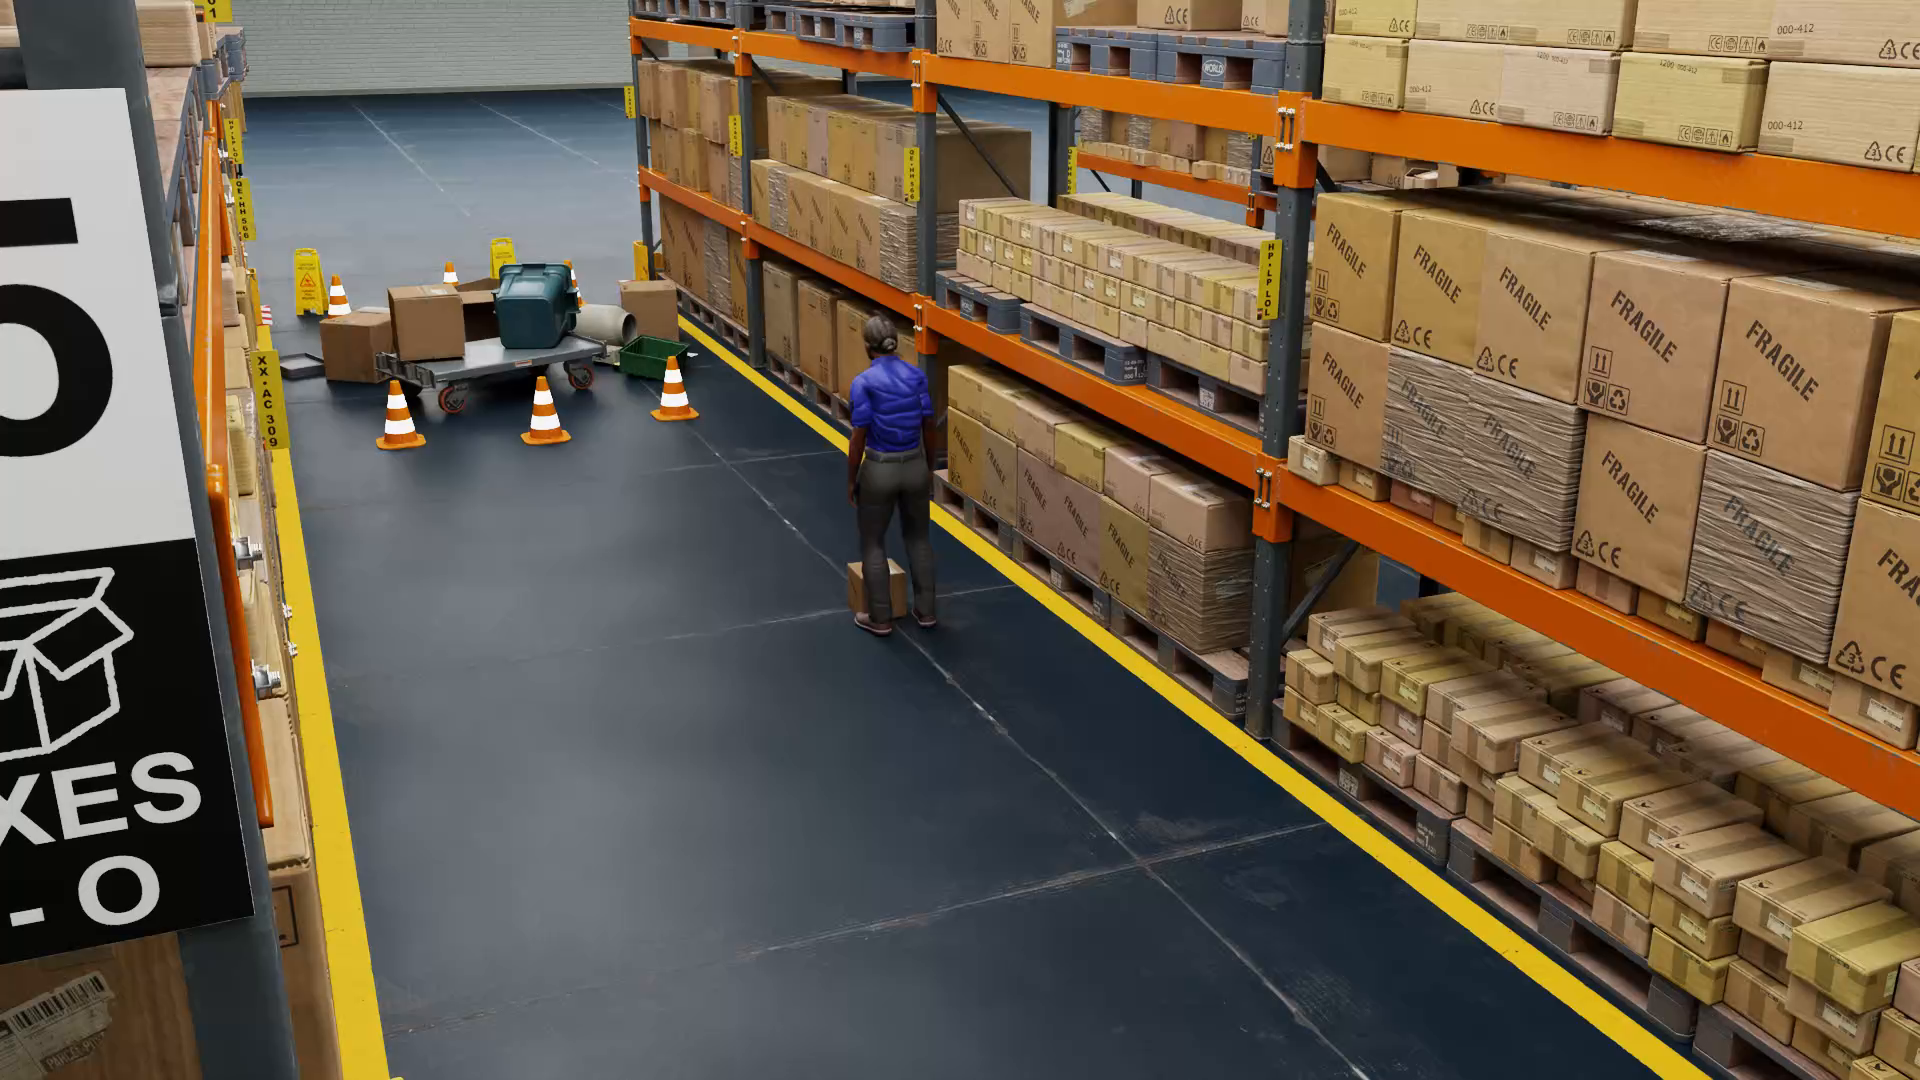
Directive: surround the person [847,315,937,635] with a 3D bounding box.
[{"bbox_3d":[-0.342,-0.326,8.522,0.521,1.653,0.348,-9,21,-25],"label":"person"}]
